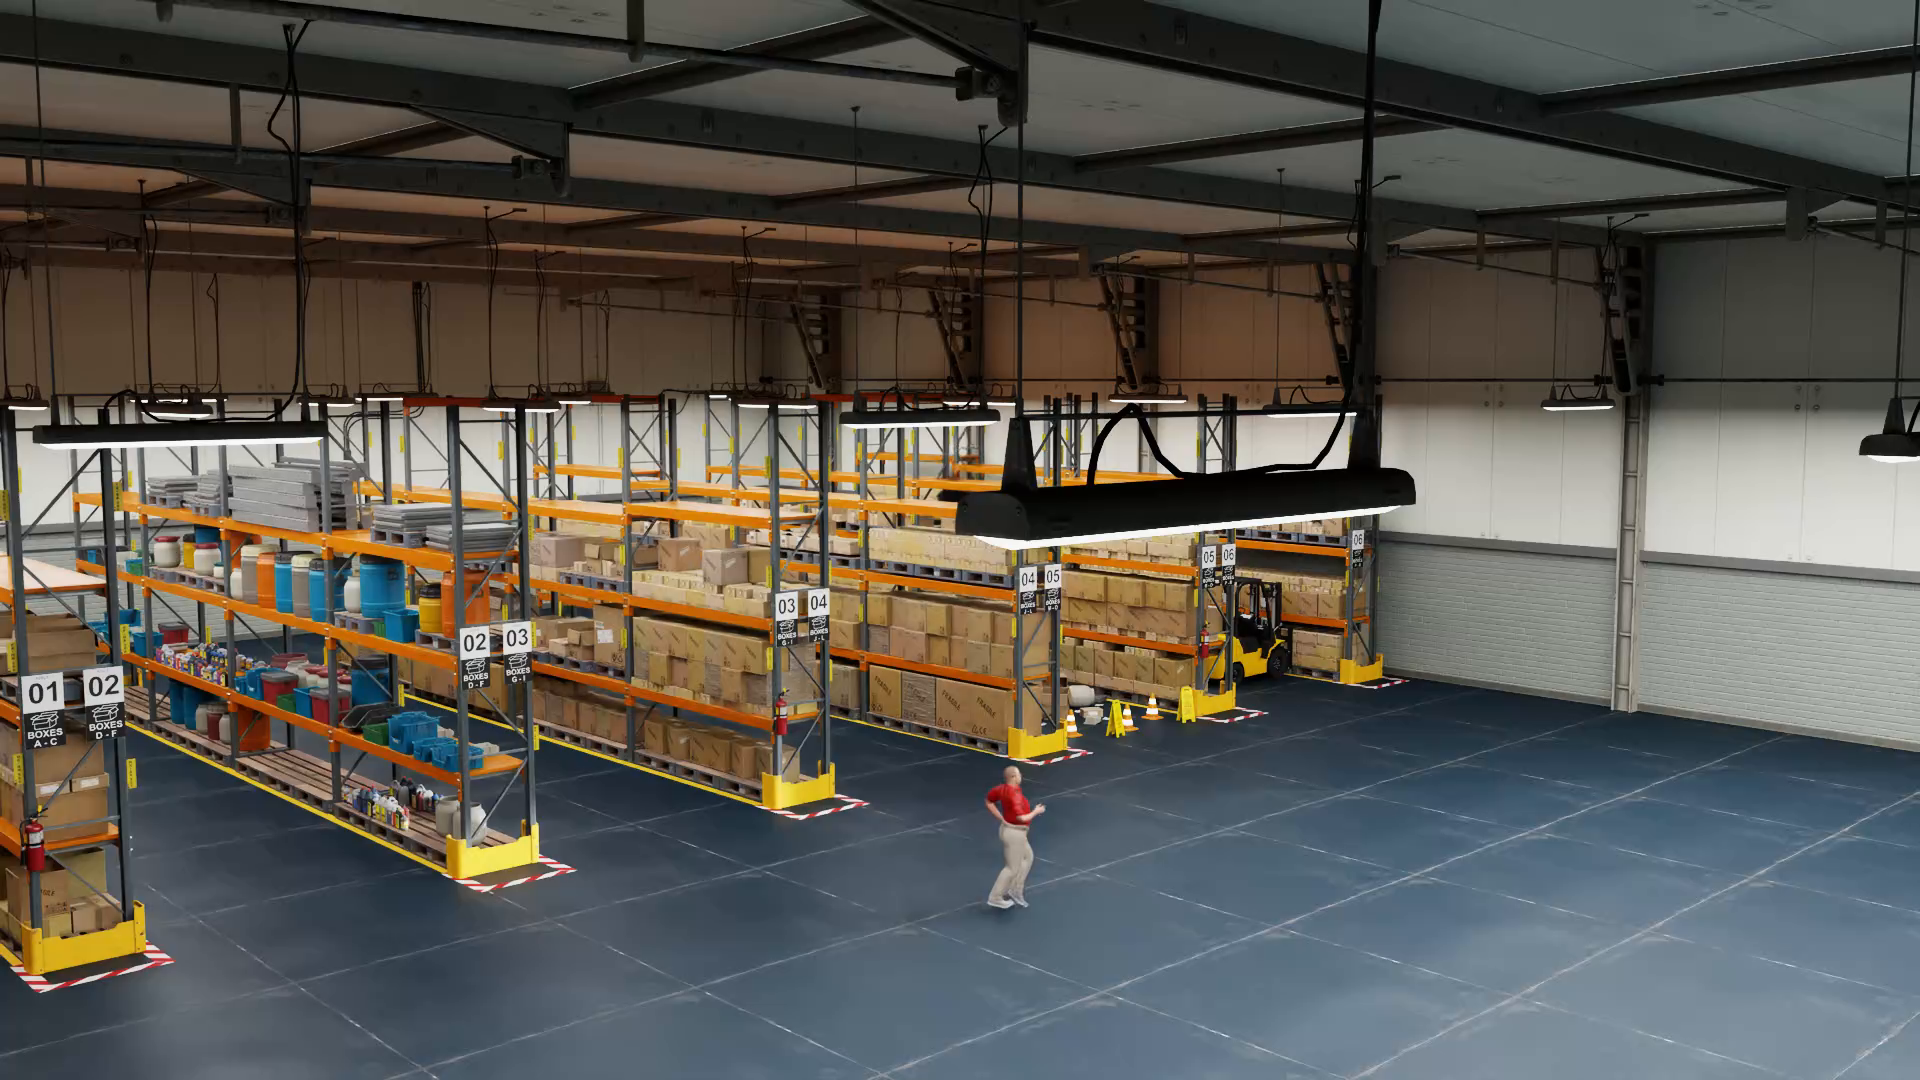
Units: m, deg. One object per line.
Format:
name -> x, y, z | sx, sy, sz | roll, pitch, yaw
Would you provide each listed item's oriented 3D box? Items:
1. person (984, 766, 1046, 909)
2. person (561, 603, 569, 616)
person -> 0.659, 3.569, 19.843 | 0.727, 1.781, 0.640 | -2, 6, -15
person -> -9.801, 1.545, 41.192 | 0.636, 1.668, 0.671 | 1, 6, 12
